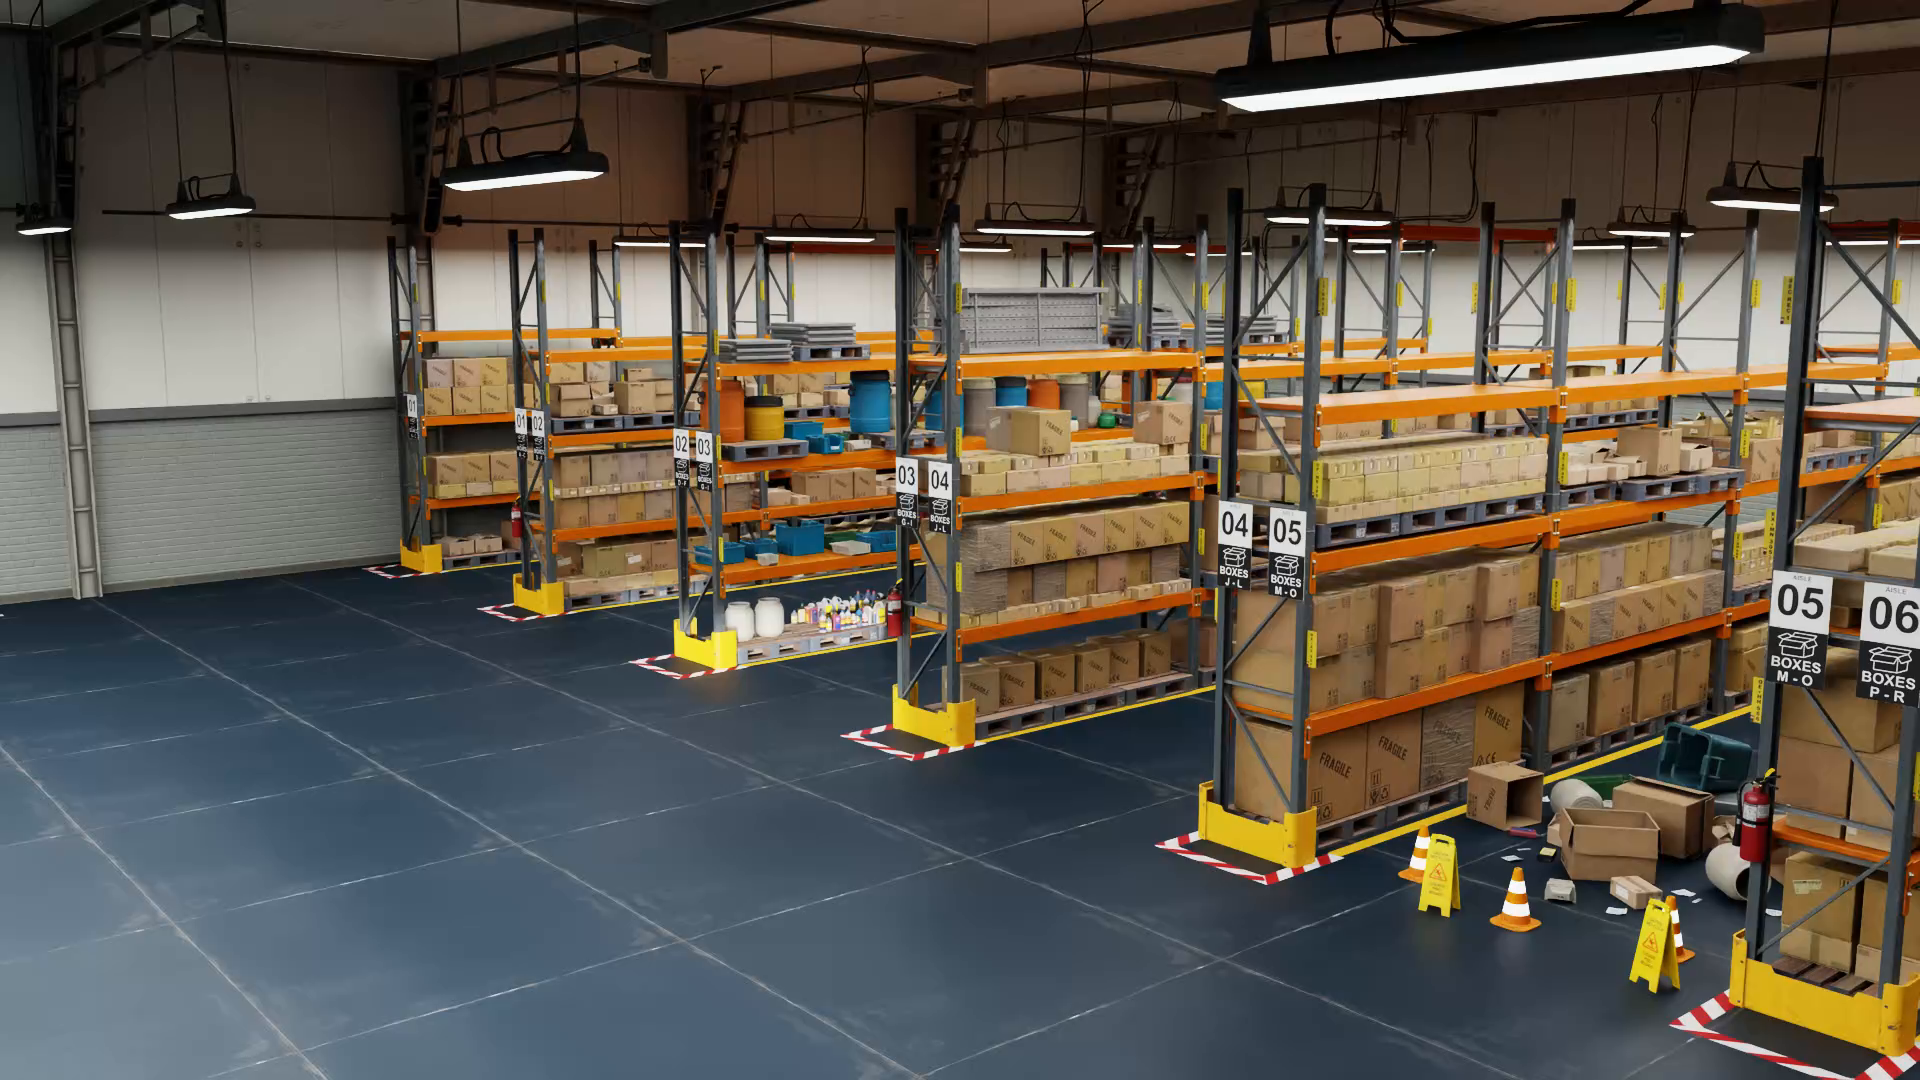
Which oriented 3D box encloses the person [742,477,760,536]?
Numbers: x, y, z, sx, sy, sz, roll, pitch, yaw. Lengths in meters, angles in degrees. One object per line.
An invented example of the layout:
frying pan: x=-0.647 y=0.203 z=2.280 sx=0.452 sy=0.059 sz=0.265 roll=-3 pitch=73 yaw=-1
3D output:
person: x=-3.884 y=-0.382 z=31.156 sx=0.442 sy=1.617 sz=0.511 roll=1 pitch=9 yaw=5

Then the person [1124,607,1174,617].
person: x=2.708 y=0.280 z=24.224 sx=1.020 sy=1.719 sz=0.523 roll=-5 pitch=10 yaw=-28
